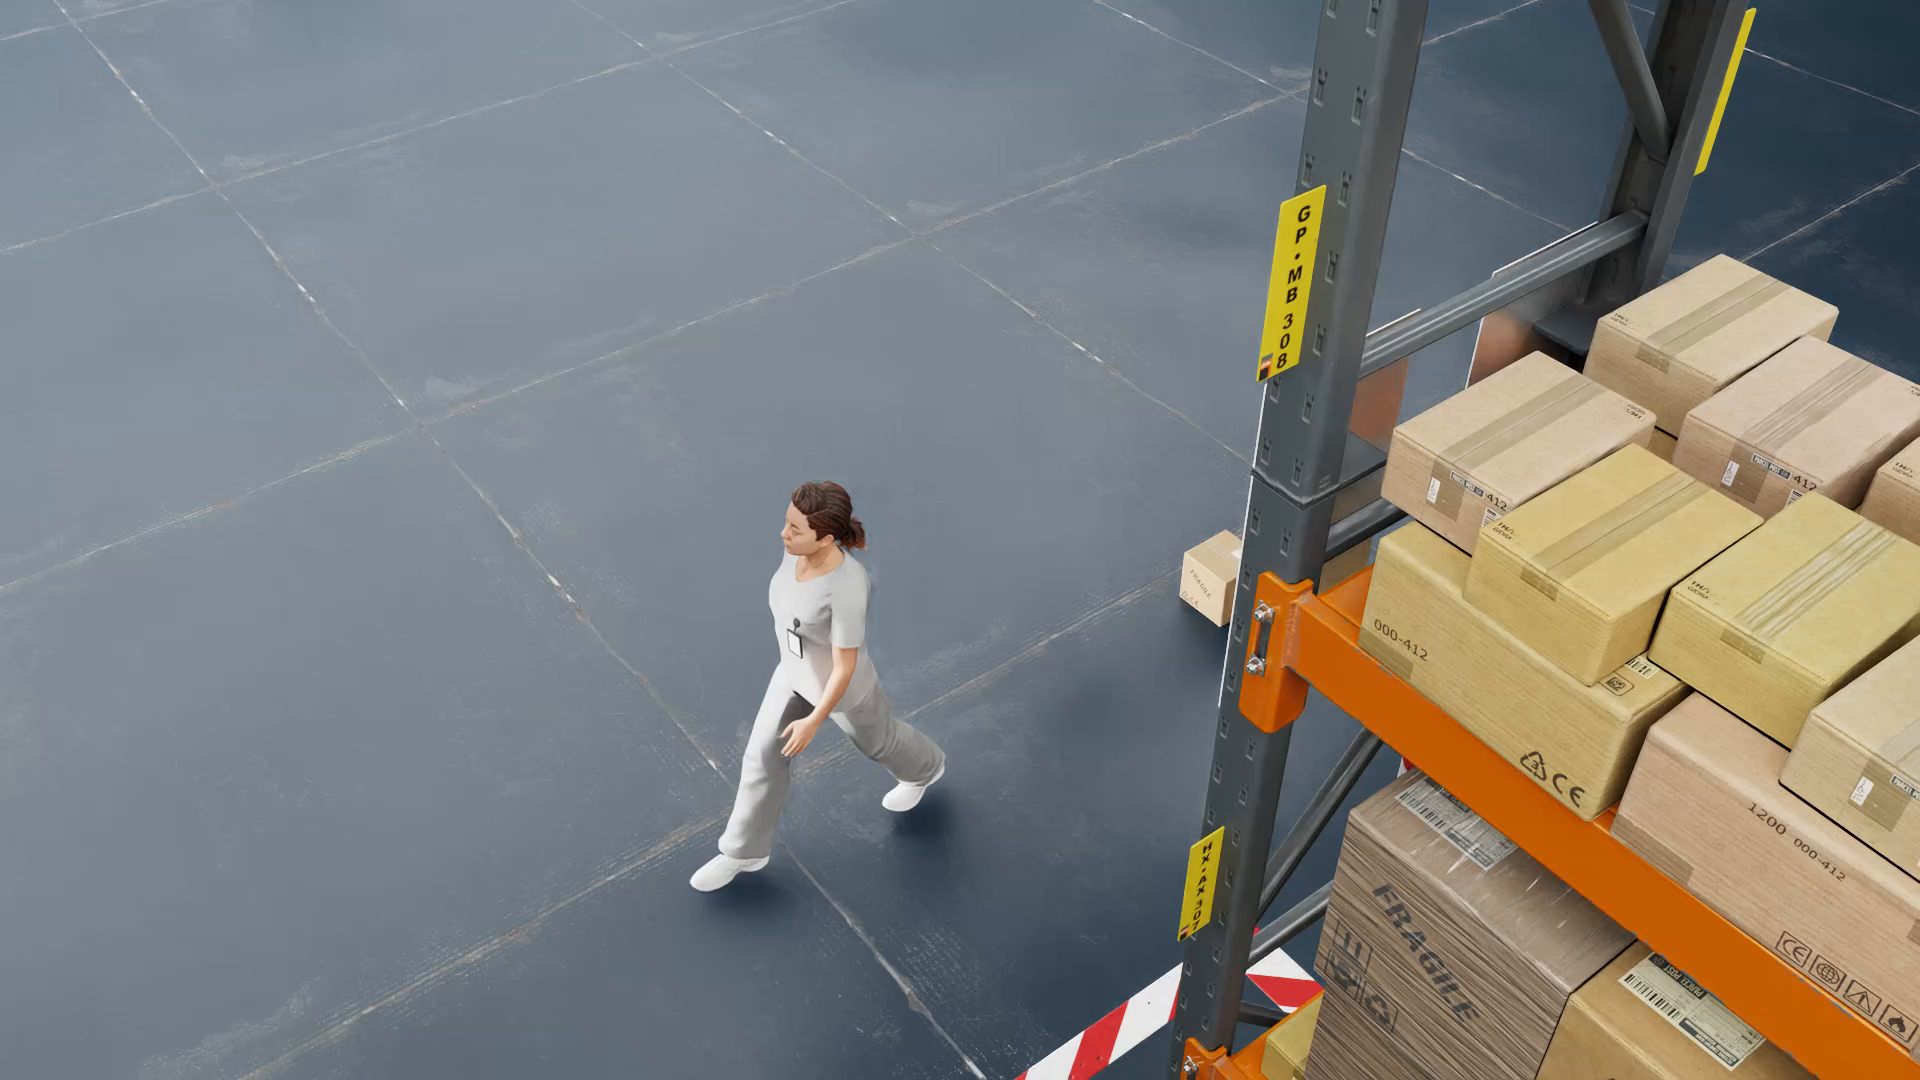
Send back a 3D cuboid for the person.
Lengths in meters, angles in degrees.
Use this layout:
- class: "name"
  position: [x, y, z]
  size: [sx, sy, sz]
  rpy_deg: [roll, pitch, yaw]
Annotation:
- class: "person"
  position: [-0.486, 0.479, 5.587]
  size: [1.049, 1.610, 0.453]
  rpy_deg: [-28, 48, -29]
